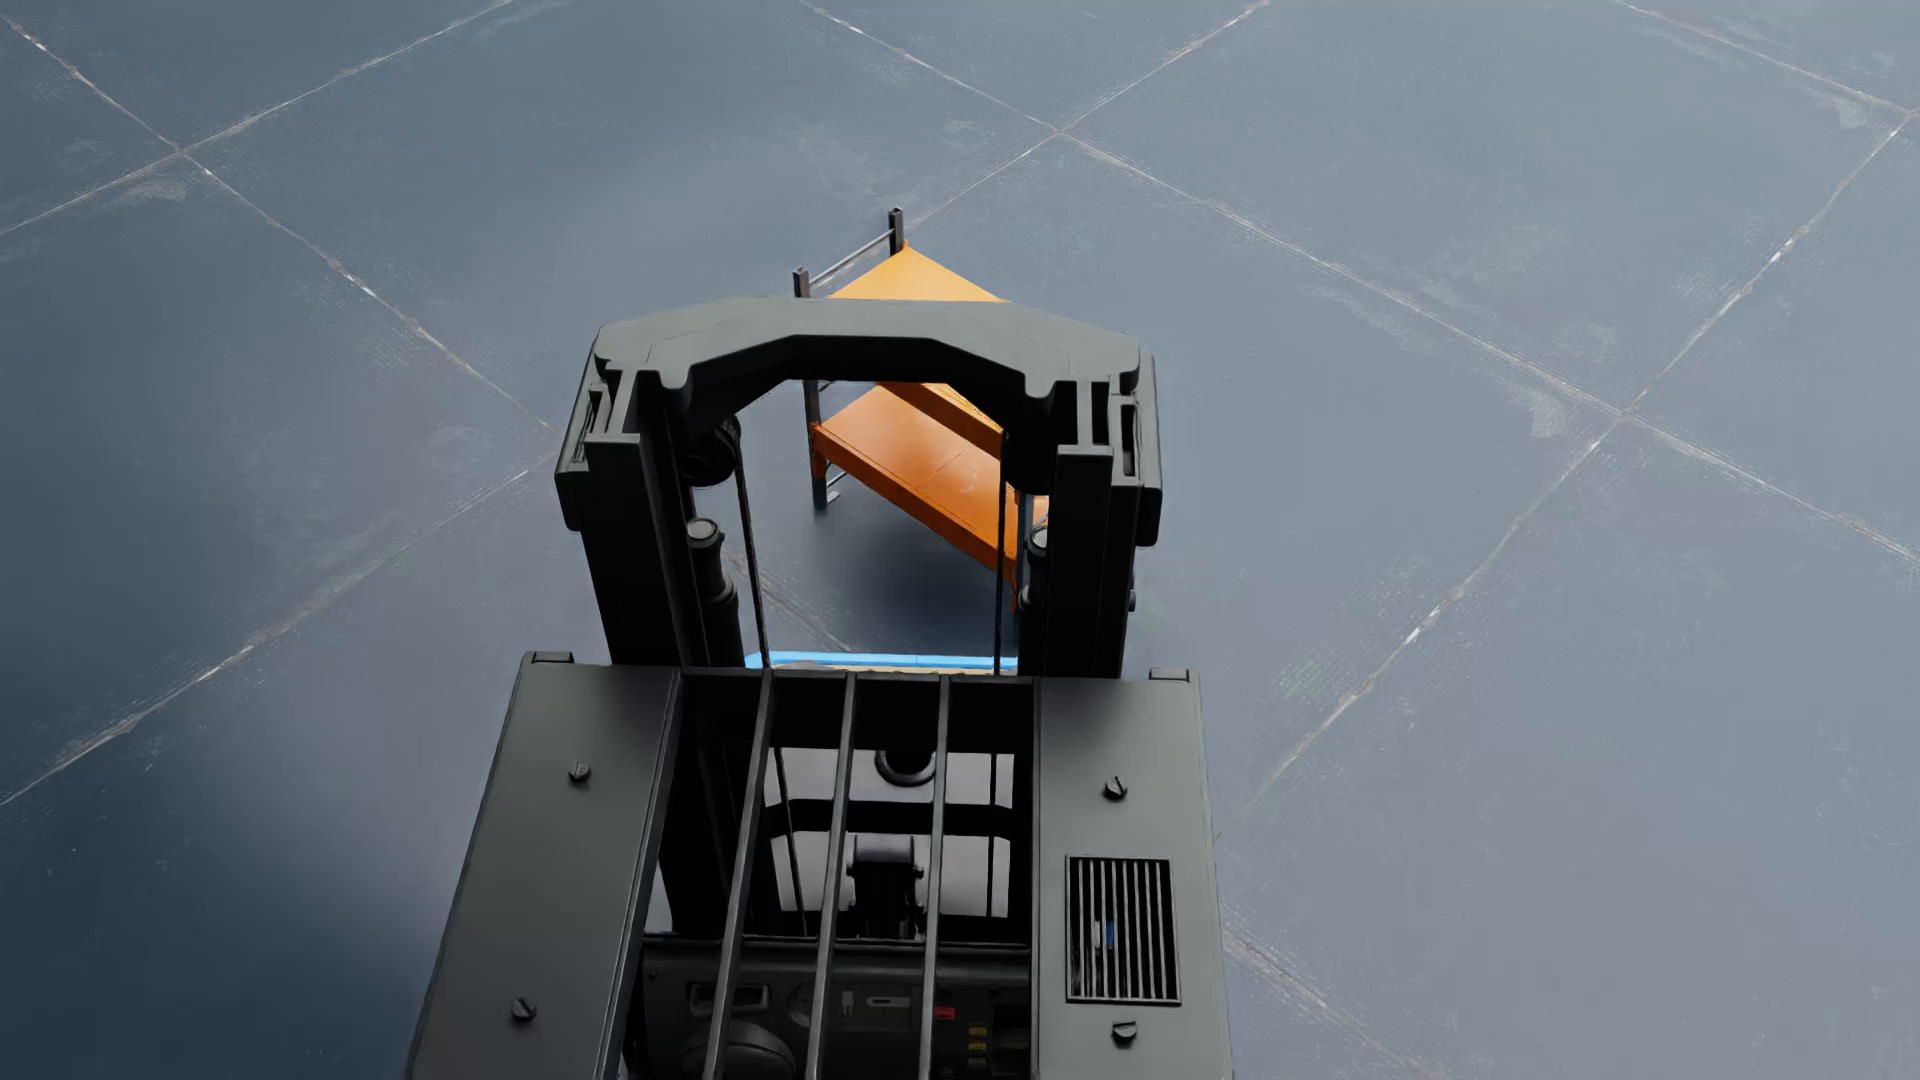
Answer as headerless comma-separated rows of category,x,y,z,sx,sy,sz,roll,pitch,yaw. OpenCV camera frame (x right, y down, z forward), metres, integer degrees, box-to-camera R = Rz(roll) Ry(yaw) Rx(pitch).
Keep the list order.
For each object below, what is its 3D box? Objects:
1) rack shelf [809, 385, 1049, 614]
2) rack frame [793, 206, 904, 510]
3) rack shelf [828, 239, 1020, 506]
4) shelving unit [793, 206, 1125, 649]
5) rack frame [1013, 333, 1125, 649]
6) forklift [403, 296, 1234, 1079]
rack shelf,-0.005,-0.221,6.021,1.000,0.278,0.538,34,55,28
rack frame,-0.379,-0.640,6.079,0.032,1.125,0.500,34,55,28
rack shelf,-0.005,-0.589,5.630,1.000,0.278,0.538,34,55,28
shelving unit,-0.005,-0.388,5.843,1.048,1.125,0.538,34,55,28
rack frame,0.369,-0.137,5.607,0.032,1.125,0.500,34,55,28
forklift,-0.171,1.117,3.190,1.130,2.935,3.031,2,47,1
